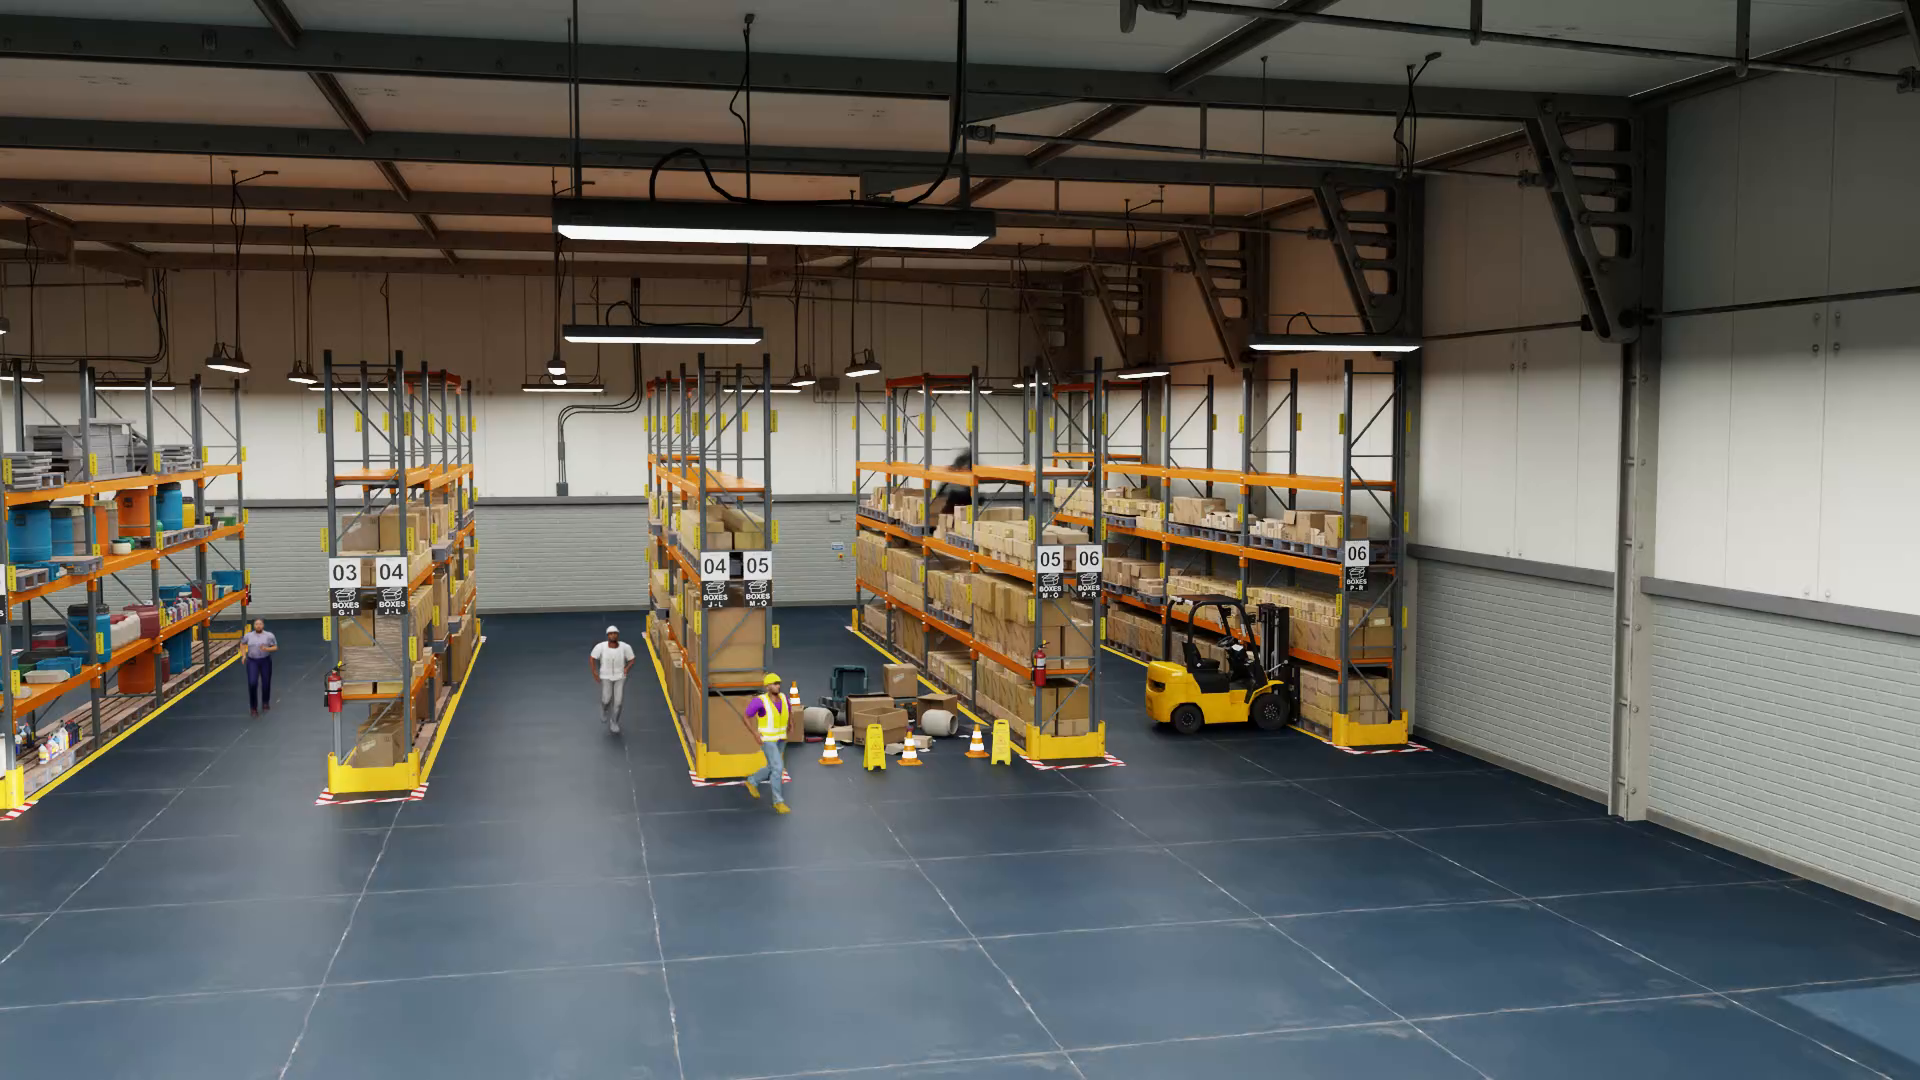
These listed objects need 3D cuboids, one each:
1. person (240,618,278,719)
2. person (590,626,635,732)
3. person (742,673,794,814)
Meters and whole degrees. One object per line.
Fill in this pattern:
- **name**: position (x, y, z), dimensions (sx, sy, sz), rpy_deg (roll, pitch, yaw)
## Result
- **person**: position (-12.076, 2.187, 28.669), dimensions (0.582, 1.708, 0.775), rpy_deg (-2, 4, -25)
- **person**: position (-5.653, 2.259, 27.101), dimensions (0.730, 1.726, 0.594), rpy_deg (-1, 4, -14)
- **person**: position (-2.469, 2.605, 21.650), dimensions (0.890, 1.772, 0.710), rpy_deg (3, 5, 39)
